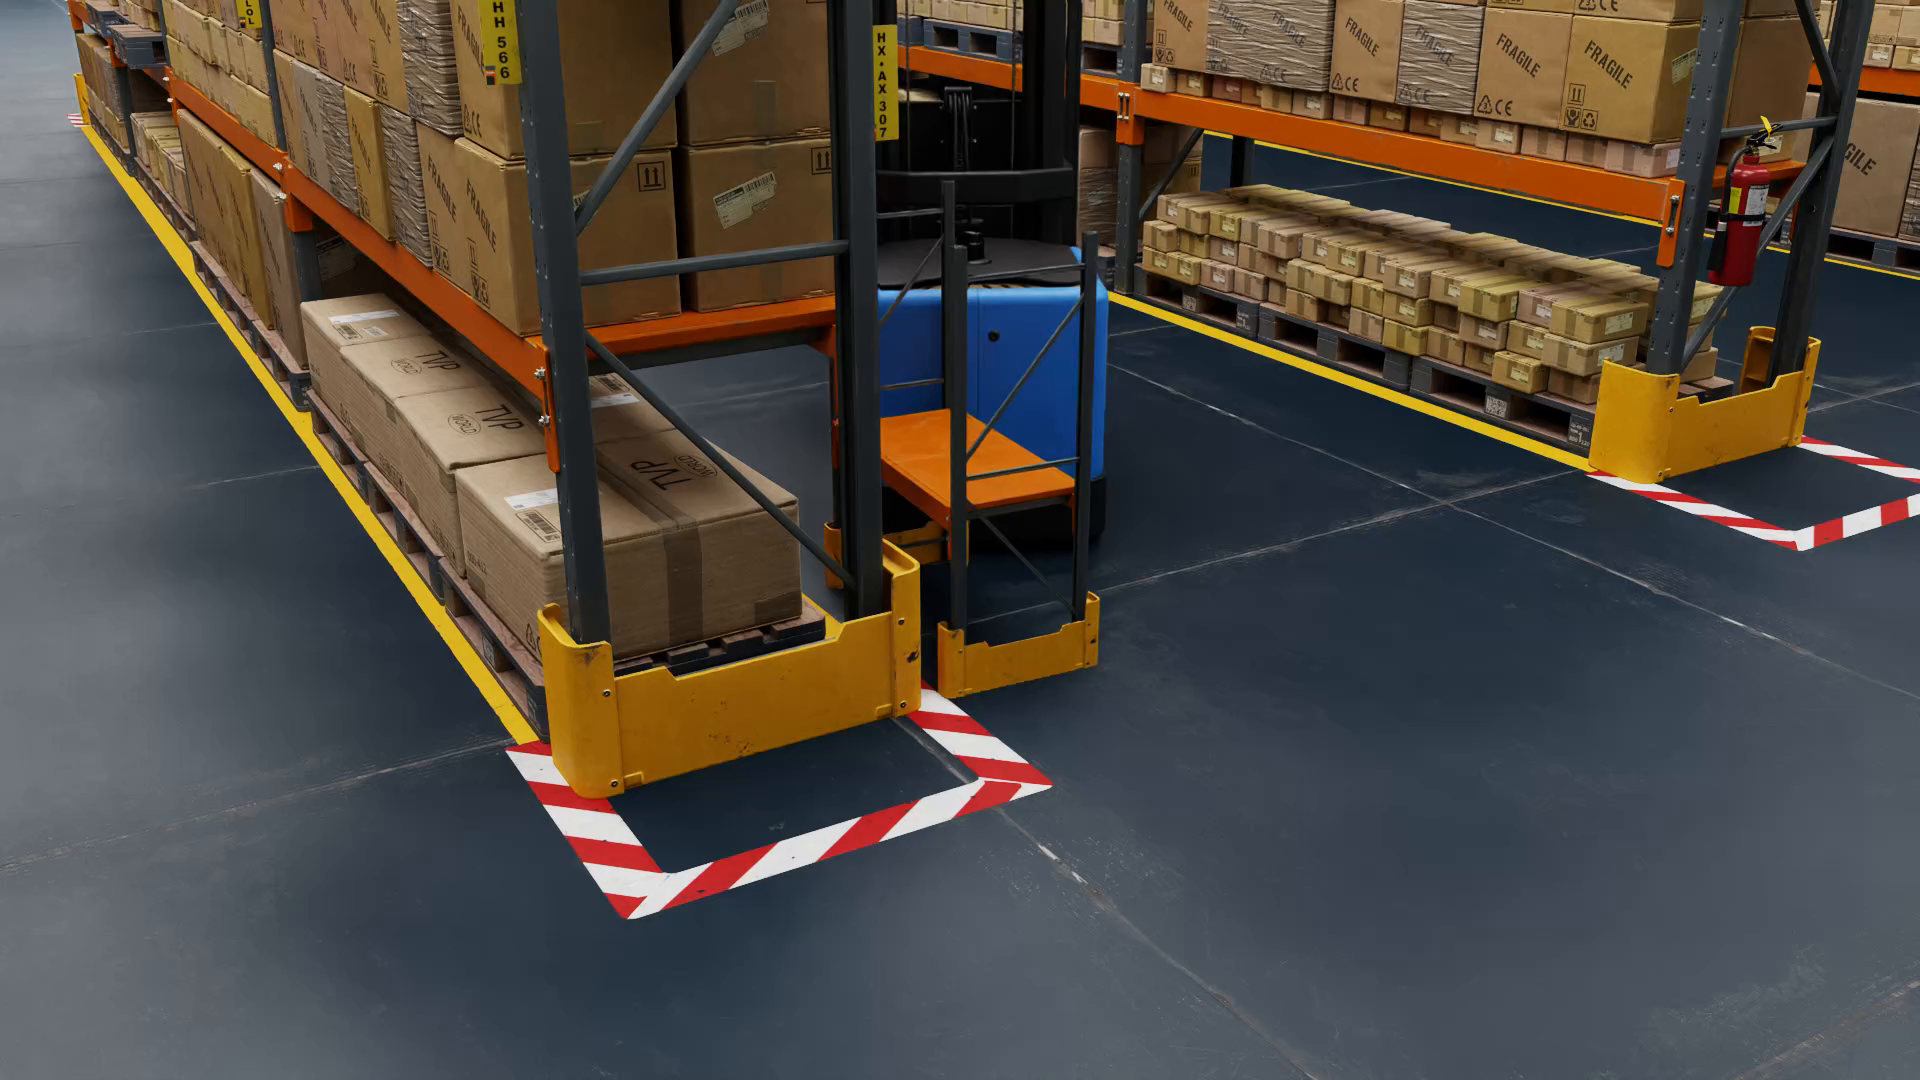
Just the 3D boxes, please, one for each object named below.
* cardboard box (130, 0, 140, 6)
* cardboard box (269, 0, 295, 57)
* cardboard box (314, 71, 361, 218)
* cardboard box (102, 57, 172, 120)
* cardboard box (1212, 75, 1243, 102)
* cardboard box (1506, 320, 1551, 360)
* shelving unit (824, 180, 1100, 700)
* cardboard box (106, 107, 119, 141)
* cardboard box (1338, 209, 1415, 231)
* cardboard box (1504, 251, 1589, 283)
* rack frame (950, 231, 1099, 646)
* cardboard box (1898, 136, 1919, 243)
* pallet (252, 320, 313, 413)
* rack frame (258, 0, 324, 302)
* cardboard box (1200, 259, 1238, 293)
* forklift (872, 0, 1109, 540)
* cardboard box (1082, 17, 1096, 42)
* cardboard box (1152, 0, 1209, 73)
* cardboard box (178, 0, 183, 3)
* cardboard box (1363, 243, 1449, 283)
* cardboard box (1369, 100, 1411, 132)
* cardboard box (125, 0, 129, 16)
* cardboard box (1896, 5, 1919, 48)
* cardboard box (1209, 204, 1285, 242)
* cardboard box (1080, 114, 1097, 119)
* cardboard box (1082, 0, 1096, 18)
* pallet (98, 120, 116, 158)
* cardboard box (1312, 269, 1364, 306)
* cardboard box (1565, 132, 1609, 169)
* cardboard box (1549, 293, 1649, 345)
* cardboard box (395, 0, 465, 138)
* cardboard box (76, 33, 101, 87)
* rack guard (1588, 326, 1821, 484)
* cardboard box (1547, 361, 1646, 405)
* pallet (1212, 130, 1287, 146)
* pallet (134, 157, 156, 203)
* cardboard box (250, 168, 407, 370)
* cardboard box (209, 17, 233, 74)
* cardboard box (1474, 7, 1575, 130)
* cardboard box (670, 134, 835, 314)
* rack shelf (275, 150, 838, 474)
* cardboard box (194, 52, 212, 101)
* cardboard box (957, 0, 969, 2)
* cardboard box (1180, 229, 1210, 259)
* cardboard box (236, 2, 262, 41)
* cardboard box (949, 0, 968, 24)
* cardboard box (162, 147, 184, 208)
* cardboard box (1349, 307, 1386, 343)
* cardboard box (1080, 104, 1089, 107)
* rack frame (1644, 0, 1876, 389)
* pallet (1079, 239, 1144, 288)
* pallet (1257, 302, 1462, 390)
[{"bbox_3d":[-5.537,-4.015,11.621,0.500,0.500,0.500,-13,26,-29],"label":"cardboard box"},{"bbox_3d":[-2.714,-2.392,7.251,0.500,0.500,0.500,-12,25,-28],"label":"cardboard box"},{"bbox_3d":[-2.233,-1.601,6.634,0.500,0.500,0.500,-12,25,-28],"label":"cardboard box"},{"bbox_3d":[-7.369,-4.080,14.965,0.500,0.500,0.500,-13,25,-29],"label":"cardboard box"},{"bbox_3d":[1.695,-2.651,9.684,0.380,0.149,0.250,-14,26,-31],"label":"cardboard box"},{"bbox_3d":[2.896,-0.995,8.110,0.380,0.149,0.250,-13,26,-29],"label":"cardboard box"},{"bbox_3d":[-0.020,-0.394,5.788,0.587,1.500,1.083,-11,24,-24],"label":"shelving unit"},{"bbox_3d":[-7.649,-3.903,15.525,0.500,0.250,0.500,-13,26,-30],"label":"cardboard box"},{"bbox_3d":[2.441,-1.829,9.765,0.380,0.149,0.250,-14,26,-31],"label":"cardboard box"},{"bbox_3d":[3.062,-1.394,8.695,0.380,0.149,0.250,-14,26,-31],"label":"cardboard box"},{"bbox_3d":[0.201,-0.225,5.374,0.500,1.500,0.032,-11,24,-24],"label":"rack frame"},{"bbox_3d":[6.953,-2.391,10.973,0.875,0.875,0.875,-13,25,-28],"label":"cardboard box"},{"bbox_3d":[-3.208,-1.026,9.056,1.003,0.211,1.213,-13,25,-28],"label":"pallet"},{"bbox_3d":[-2.749,-2.083,7.952,1.000,3.000,0.127,-13,25,-28],"label":"rack frame"},{"bbox_3d":[1.672,-1.605,10.005,0.380,0.149,0.250,-13,25,-28],"label":"cardboard box"},{"bbox_3d":[-0.044,-1.858,7.491,1.130,2.935,3.031,-2,22,-4],"label":"forklift"},{"bbox_3d":[0.948,-3.320,10.772,0.380,0.149,0.250,-12,25,-28],"label":"cardboard box"},{"bbox_3d":[1.491,-3.043,9.786,0.500,0.500,0.500,-13,26,-29],"label":"cardboard box"},{"bbox_3d":[-4.489,-3.522,10.032,0.500,0.500,0.500,-12,25,-28],"label":"cardboard box"},{"bbox_3d":[2.387,-1.475,8.896,0.380,0.149,0.250,-14,26,-30],"label":"cardboard box"},{"bbox_3d":[2.357,-2.224,8.634,0.380,0.149,0.250,-12,25,-27],"label":"cardboard box"},{"bbox_3d":[-6.022,-4.003,12.452,0.380,0.149,0.250,-14,26,-30],"label":"cardboard box"},{"bbox_3d":[6.549,-3.365,10.911,0.500,0.250,0.500,-13,25,-28],"label":"cardboard box"},{"bbox_3d":[1.714,-1.893,9.923,0.380,0.149,0.250,-13,25,-29],"label":"cardboard box"},{"bbox_3d":[0.606,-2.813,11.514,0.500,0.250,0.500,-11,25,-26],"label":"cardboard box"},{"bbox_3d":[0.946,-3.459,10.720,0.380,0.149,0.250,-12,25,-28],"label":"cardboard box"},{"bbox_3d":[-7.836,-3.987,16.339,1.003,0.211,1.213,-13,25,-28],"label":"pallet"},{"bbox_3d":[2.161,-1.404,9.115,0.380,0.149,0.250,-12,25,-28],"label":"cardboard box"},{"bbox_3d":[2.994,-1.795,7.578,0.380,0.149,0.250,-13,25,-28],"label":"cardboard box"},{"bbox_3d":[3.010,-1.045,7.837,0.380,0.149,0.250,-12,25,-28],"label":"cardboard box"},{"bbox_3d":[-1.449,-1.571,5.233,0.500,0.500,0.500,-13,25,-28],"label":"cardboard box"},{"bbox_3d":[-8.692,-4.914,17.014,0.500,0.500,0.500,-14,26,-30],"label":"cardboard box"},{"bbox_3d":[3.459,-0.639,7.720,1.175,0.500,0.348,-13,25,-28],"label":"rack guard"},{"bbox_3d":[3.050,-0.777,7.967,0.380,0.149,0.250,-12,25,-27],"label":"cardboard box"},{"bbox_3d":[3.329,-4.245,16.975,1.003,0.211,1.213,-13,25,-28],"label":"pallet"},{"bbox_3d":[-6.437,-3.129,14.229,1.003,0.211,1.213,-13,25,-28],"label":"pallet"},{"bbox_3d":[-3.135,-1.478,8.729,0.875,0.875,0.875,-12,25,-27],"label":"cardboard box"},{"bbox_3d":[-3.715,-2.668,8.926,0.500,0.250,0.500,-12,25,-27],"label":"cardboard box"},{"bbox_3d":[2.788,-2.221,7.763,0.500,0.500,0.500,-13,26,-29],"label":"cardboard box"},{"bbox_3d":[-0.704,-1.045,5.266,0.500,0.500,0.500,-13,25,-29],"label":"cardboard box"},{"bbox_3d":[-1.728,-1.102,6.495,1.077,0.370,4.000,-13,25,-28],"label":"rack shelf"},{"bbox_3d":[-4.218,-2.768,9.836,0.500,0.250,0.500,-12,25,-27],"label":"cardboard box"},{"bbox_3d":[0.145,-3.967,11.968,0.380,0.149,0.250,-13,25,-29],"label":"cardboard box"},{"bbox_3d":[1.571,-1.836,10.177,0.380,0.149,0.250,-12,25,-28],"label":"cardboard box"},{"bbox_3d":[-3.193,-2.689,7.982,0.500,0.500,0.500,-12,25,-27],"label":"cardboard box"},{"bbox_3d":[0.145,-3.828,12.022,0.380,0.149,0.250,-12,25,-28],"label":"cardboard box"},{"bbox_3d":[-5.456,-2.777,12.592,0.950,0.372,0.625,-13,26,-29],"label":"cardboard box"},{"bbox_3d":[2.327,-1.183,8.967,0.380,0.149,0.250,-12,25,-27],"label":"cardboard box"},{"bbox_3d":[0.773,-3.079,12.170,0.500,0.250,0.500,-12,25,-26],"label":"cardboard box"},{"bbox_3d":[3.498,-1.773,7.189,1.000,3.000,0.127,-13,25,-28],"label":"rack frame"},{"bbox_3d":[1.056,-2.027,11.519,1.003,0.211,1.213,-13,25,-28],"label":"pallet"},{"bbox_3d":[2.455,-1.170,9.409,1.003,0.211,1.213,-13,25,-28],"label":"pallet"}]
